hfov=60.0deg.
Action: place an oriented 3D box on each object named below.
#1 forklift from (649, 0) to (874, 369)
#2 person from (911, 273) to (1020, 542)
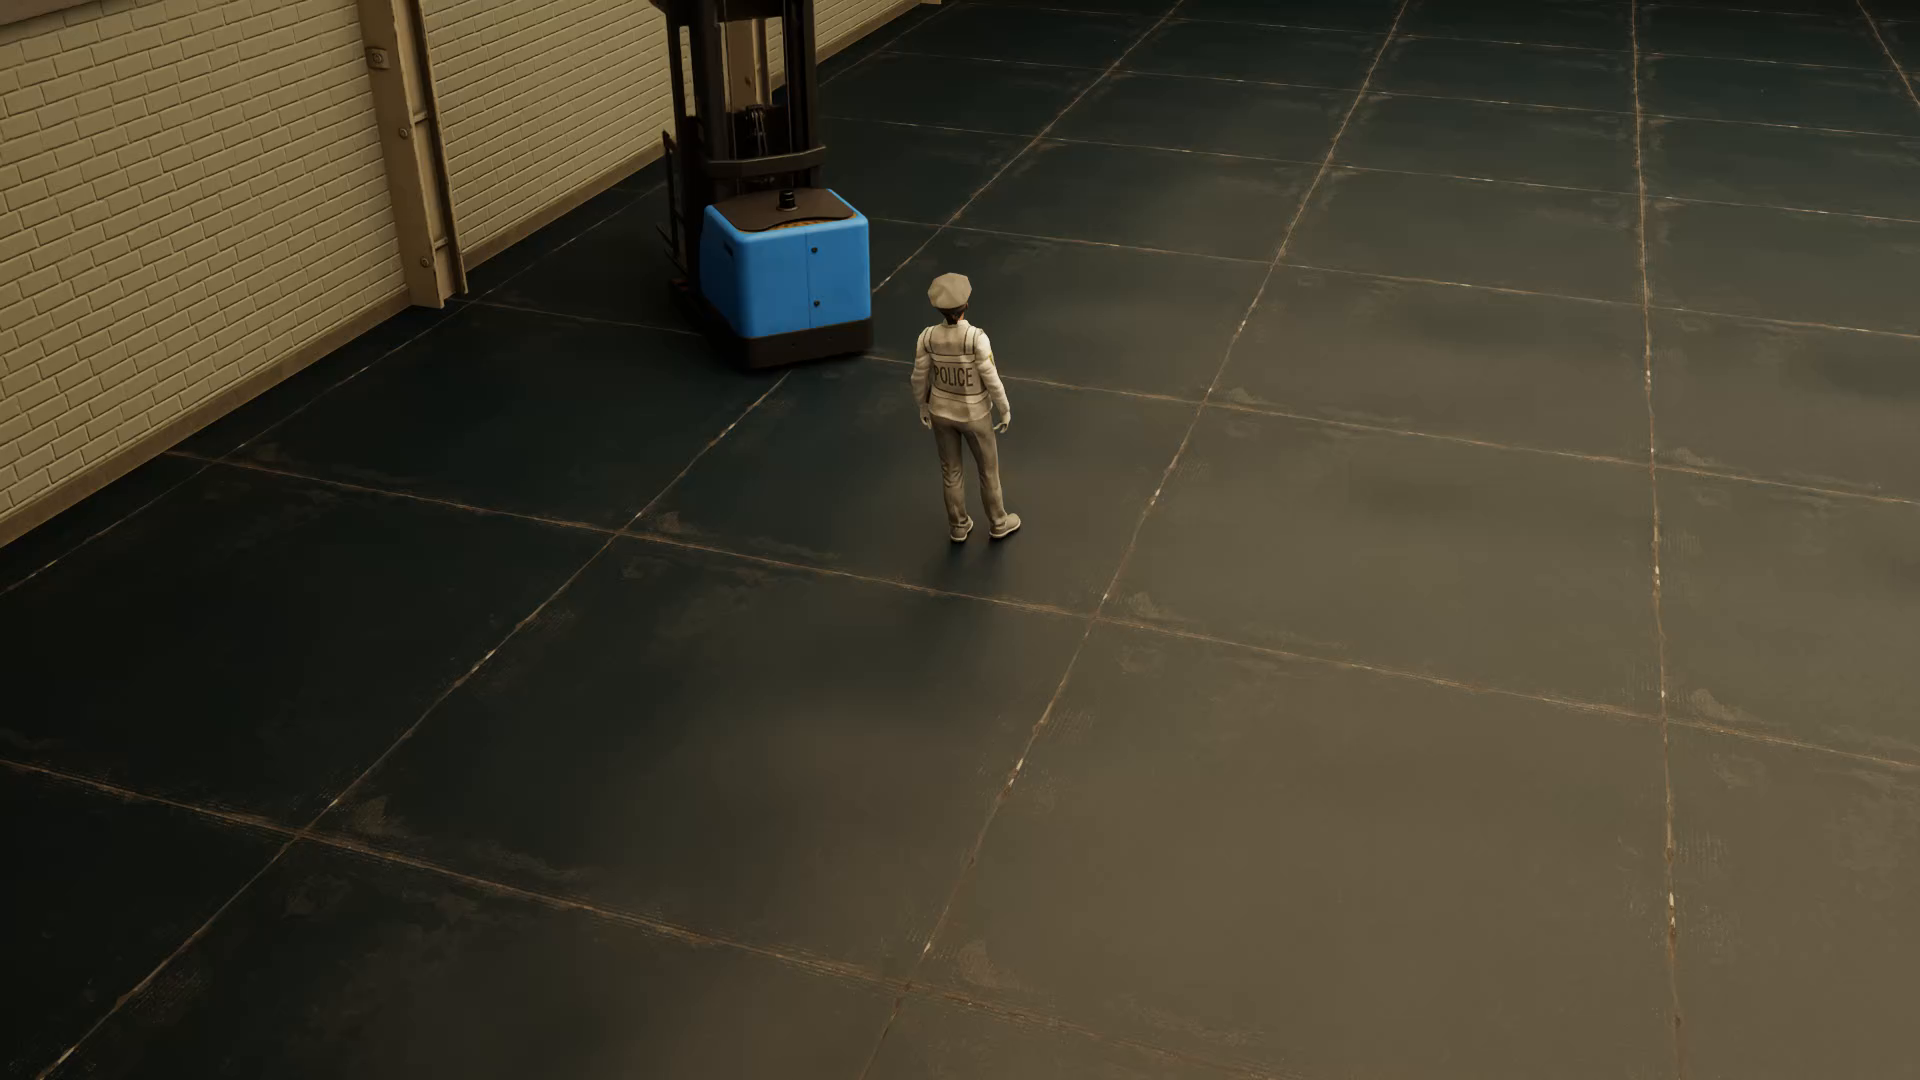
[{"bbox_3d":[-1.719,-3.232,12.806,1.130,2.935,3.031,-13,32,-21],"label":"forklift"},{"bbox_3d":[0.029,-0.773,9.727,0.586,1.694,0.531,10,31,16],"label":"person"}]
